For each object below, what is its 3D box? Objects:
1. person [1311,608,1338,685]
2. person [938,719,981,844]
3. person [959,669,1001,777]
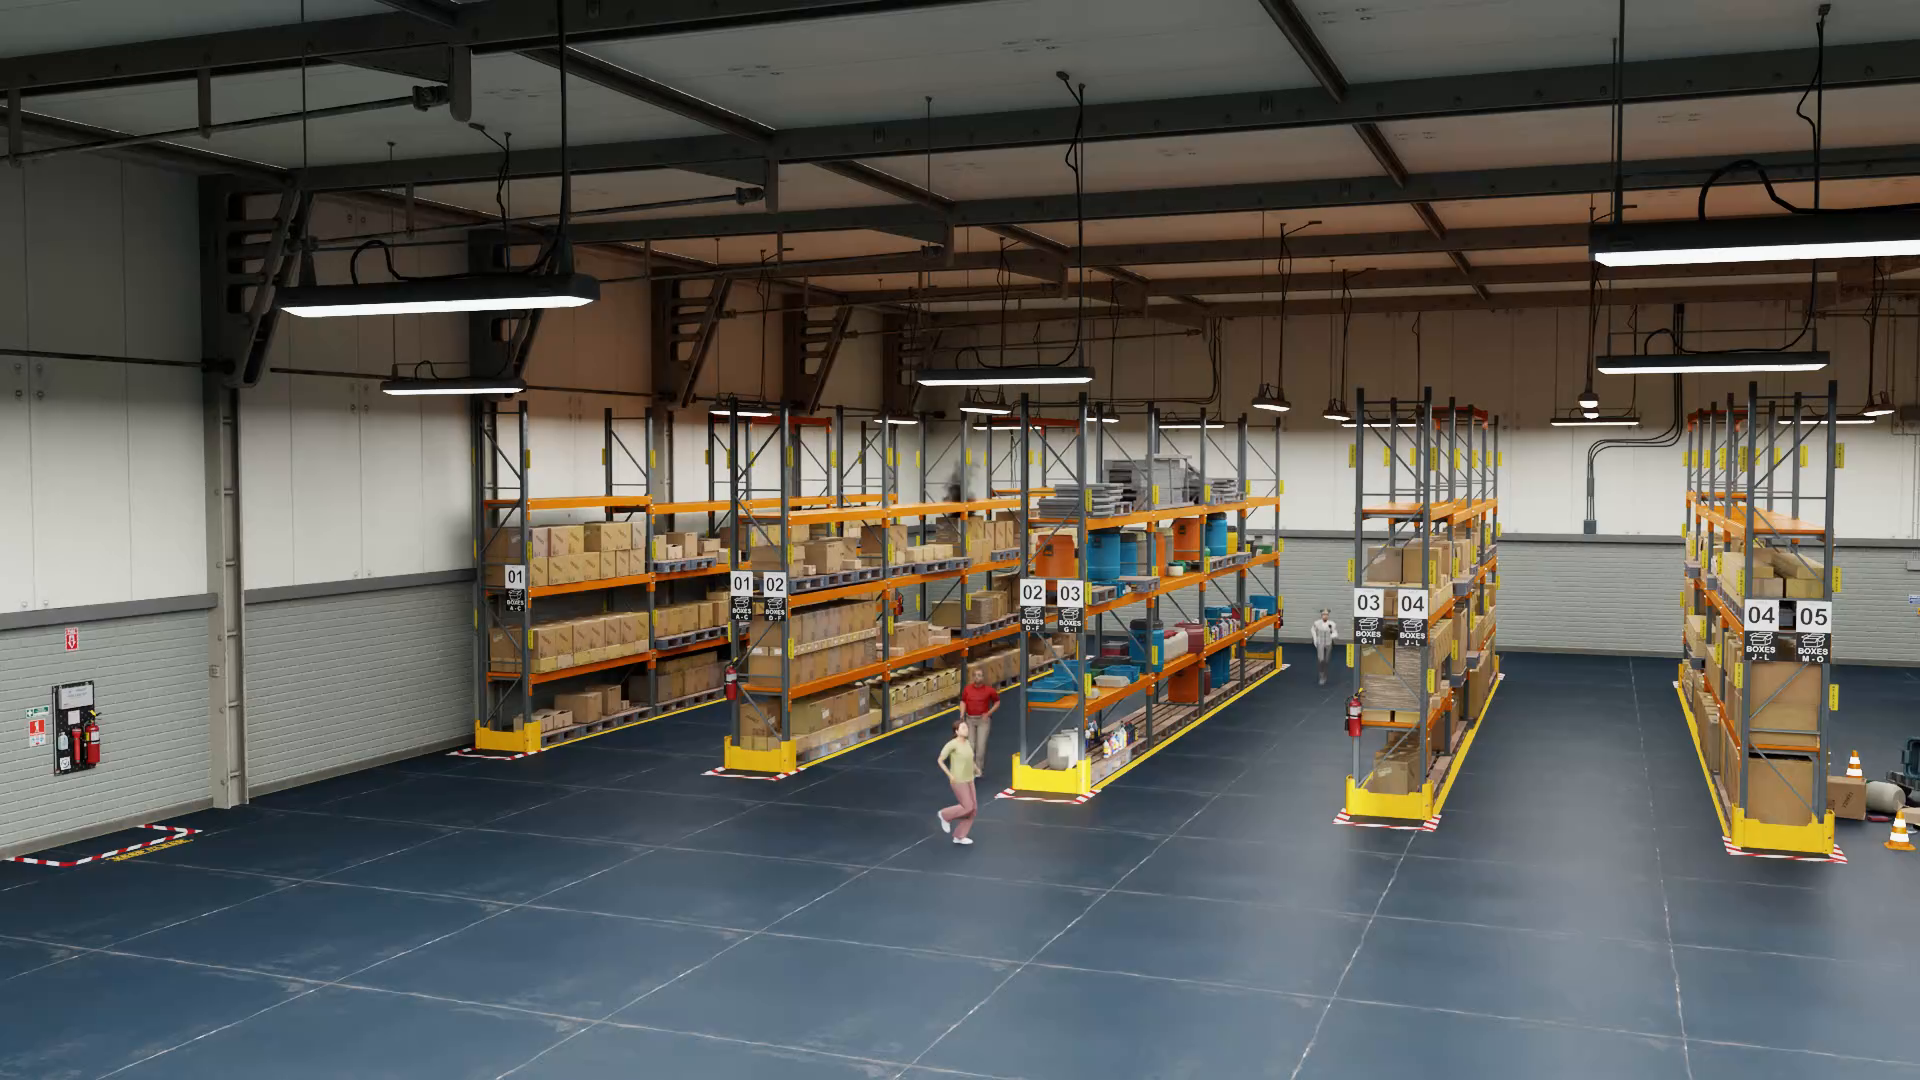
[{"bbox_3d":[8.144,2.375,37.121,0.541,1.730,0.823,0,3,3],"label":"person"},{"bbox_3d":[0.007,3.139,21.640,0.558,1.621,0.580,2,4,40],"label":"person"},{"bbox_3d":[0.302,2.884,26.339,0.664,1.680,0.559,1,3,16],"label":"person"}]
